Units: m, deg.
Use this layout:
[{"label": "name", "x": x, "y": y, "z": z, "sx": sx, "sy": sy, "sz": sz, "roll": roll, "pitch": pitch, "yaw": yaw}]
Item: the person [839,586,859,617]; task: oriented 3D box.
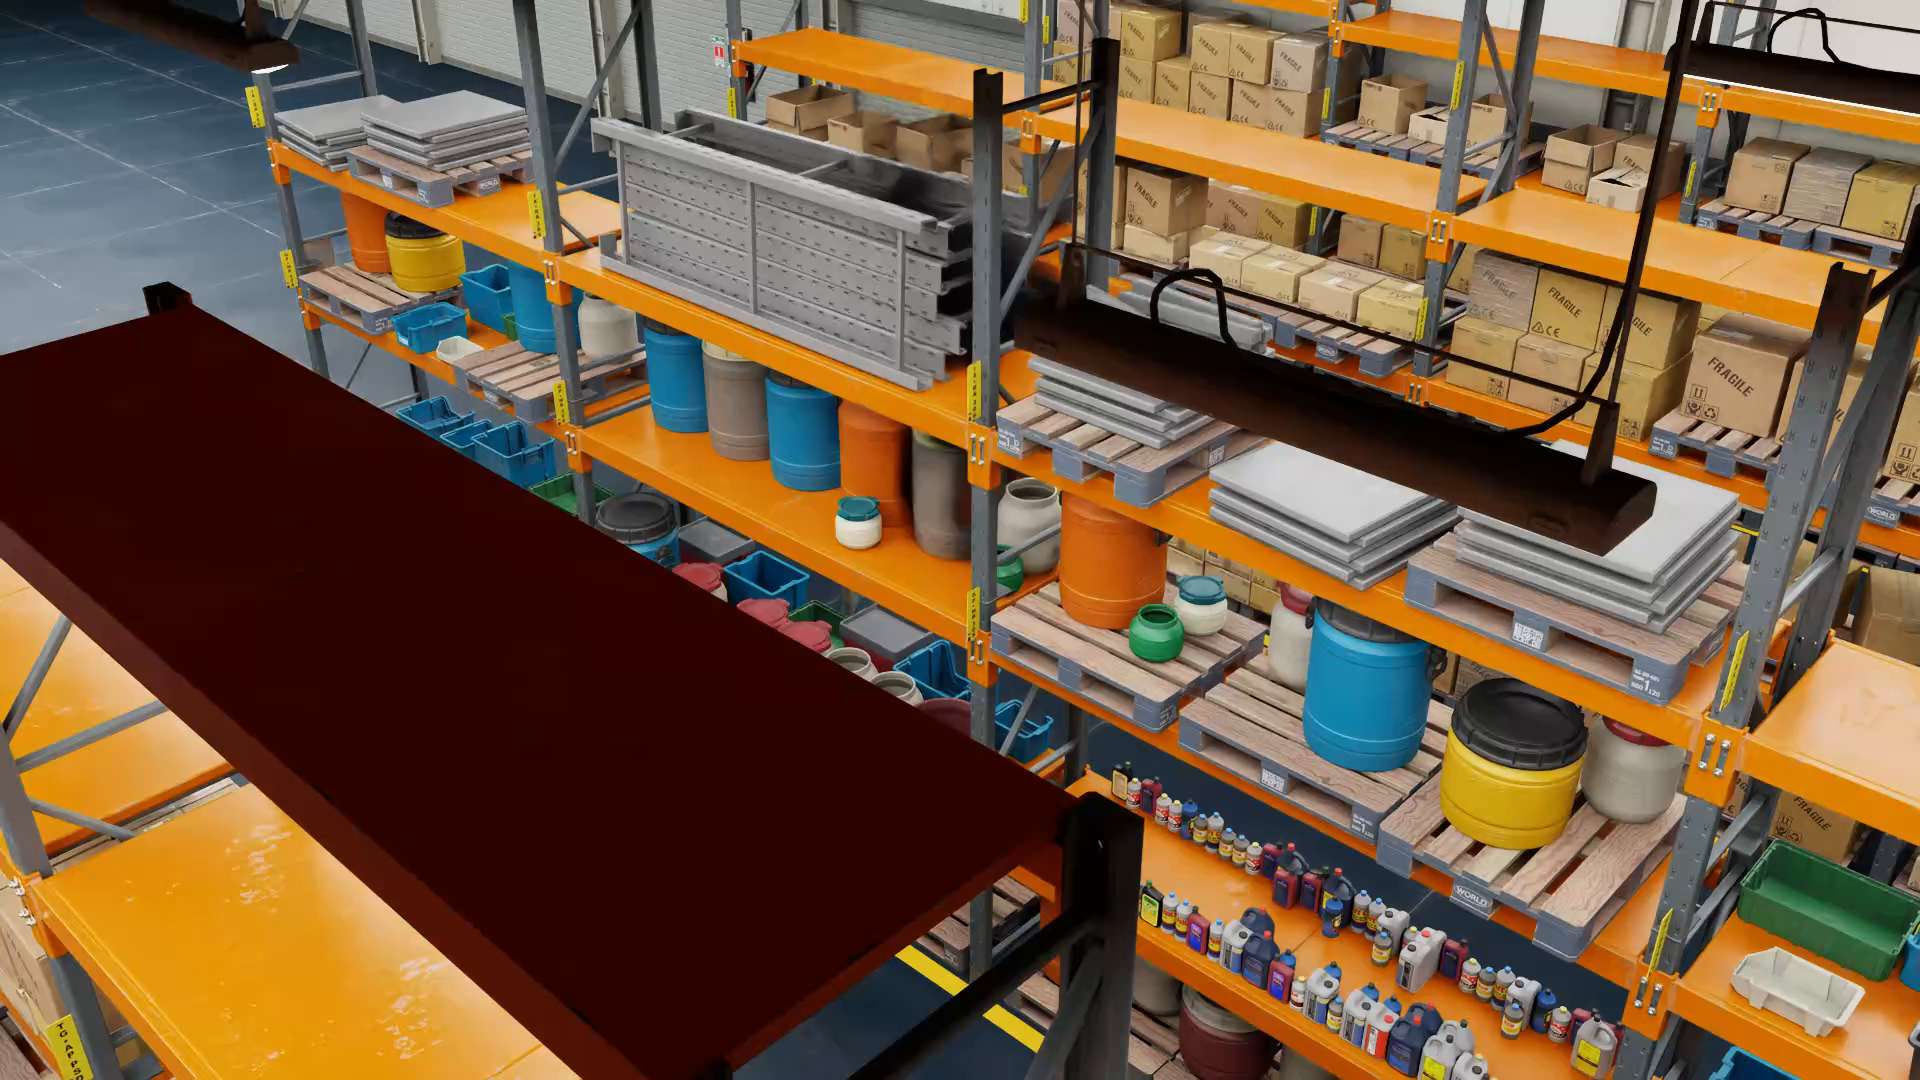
[{"label": "person", "x": -0.776, "y": 0.063, "z": 13.765, "sx": 0.821, "sy": 1.726, "sz": 0.598, "roll": 23, "pitch": 37, "yaw": 35}]
